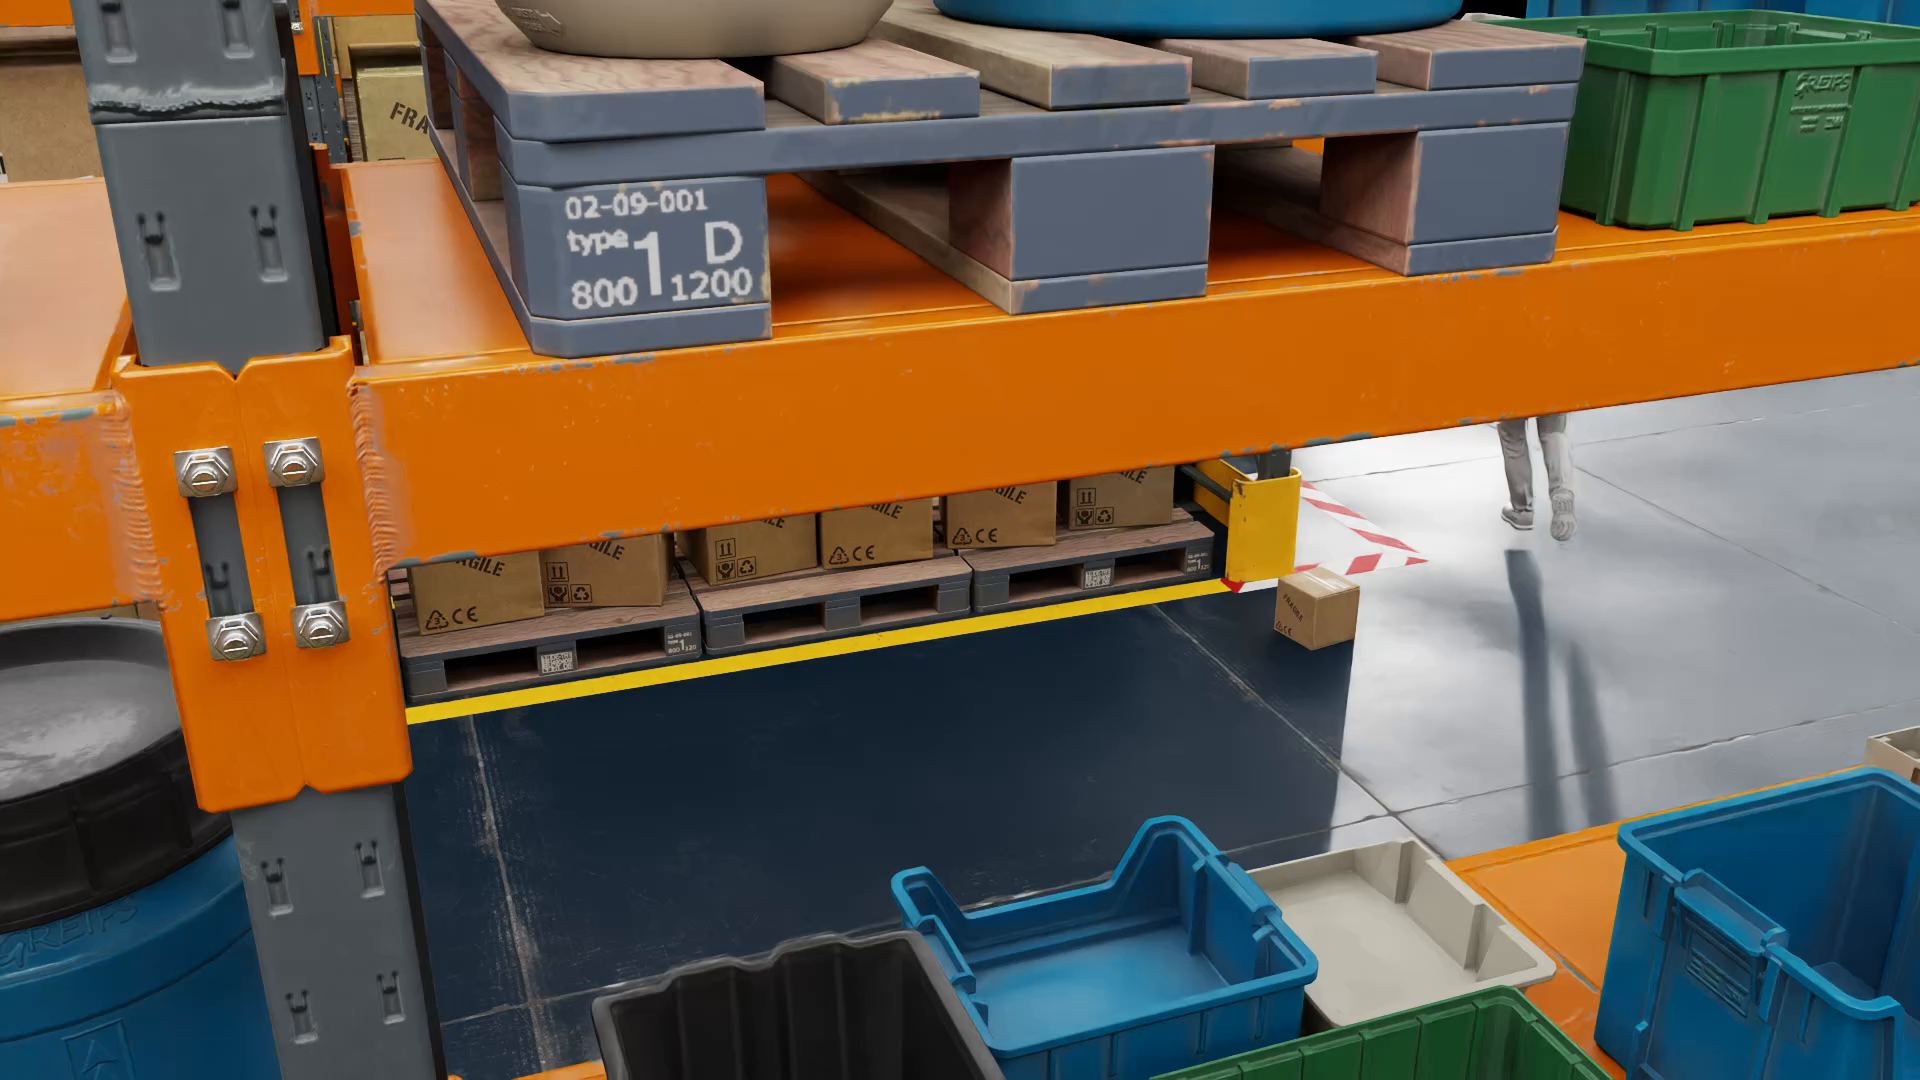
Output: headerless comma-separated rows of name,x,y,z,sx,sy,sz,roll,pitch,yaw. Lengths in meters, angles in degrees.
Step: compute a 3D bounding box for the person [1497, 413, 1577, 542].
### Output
person,2.729,-0.783,7.915,0.528,1.637,0.613,2,23,4
